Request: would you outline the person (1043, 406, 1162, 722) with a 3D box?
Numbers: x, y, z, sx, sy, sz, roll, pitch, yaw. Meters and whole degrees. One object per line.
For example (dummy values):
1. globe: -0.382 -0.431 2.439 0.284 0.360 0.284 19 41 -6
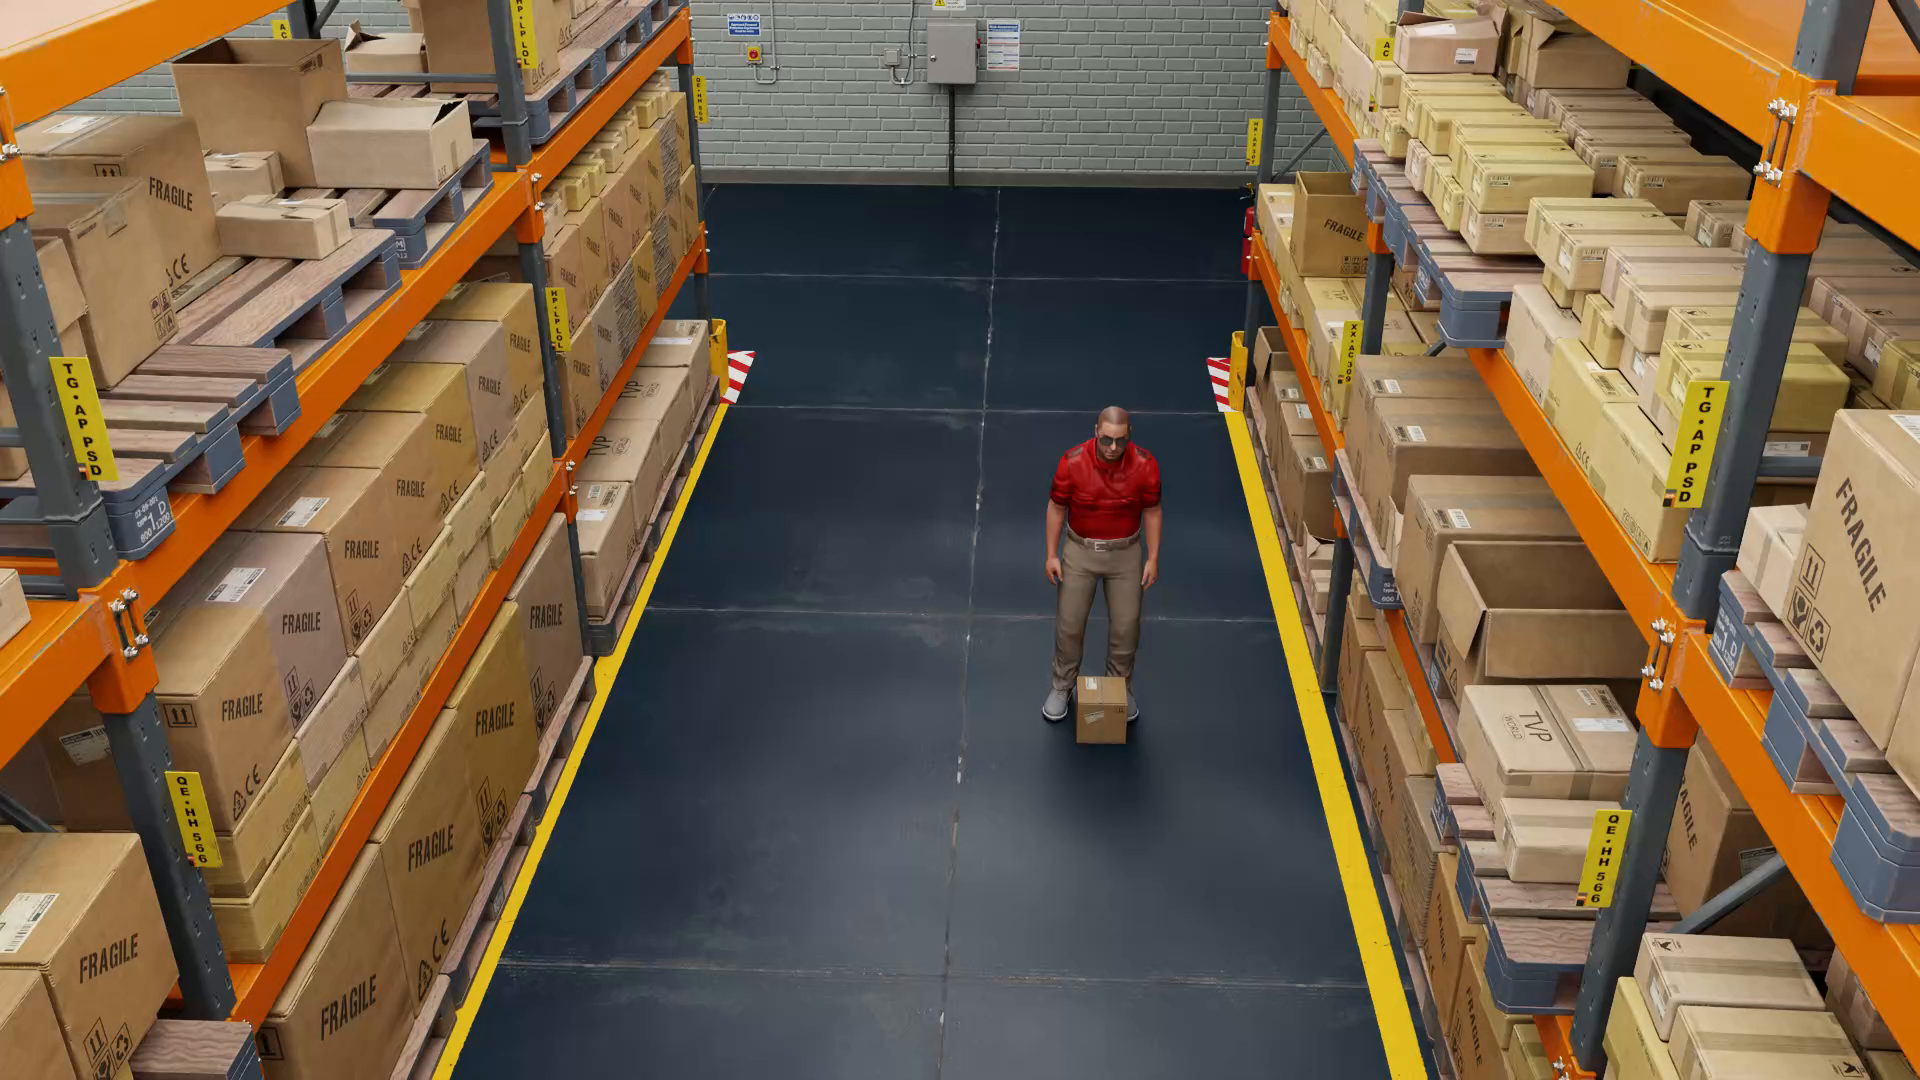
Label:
1. person: 0.723 0.103 8.440 0.586 1.726 0.396 1 28 2
